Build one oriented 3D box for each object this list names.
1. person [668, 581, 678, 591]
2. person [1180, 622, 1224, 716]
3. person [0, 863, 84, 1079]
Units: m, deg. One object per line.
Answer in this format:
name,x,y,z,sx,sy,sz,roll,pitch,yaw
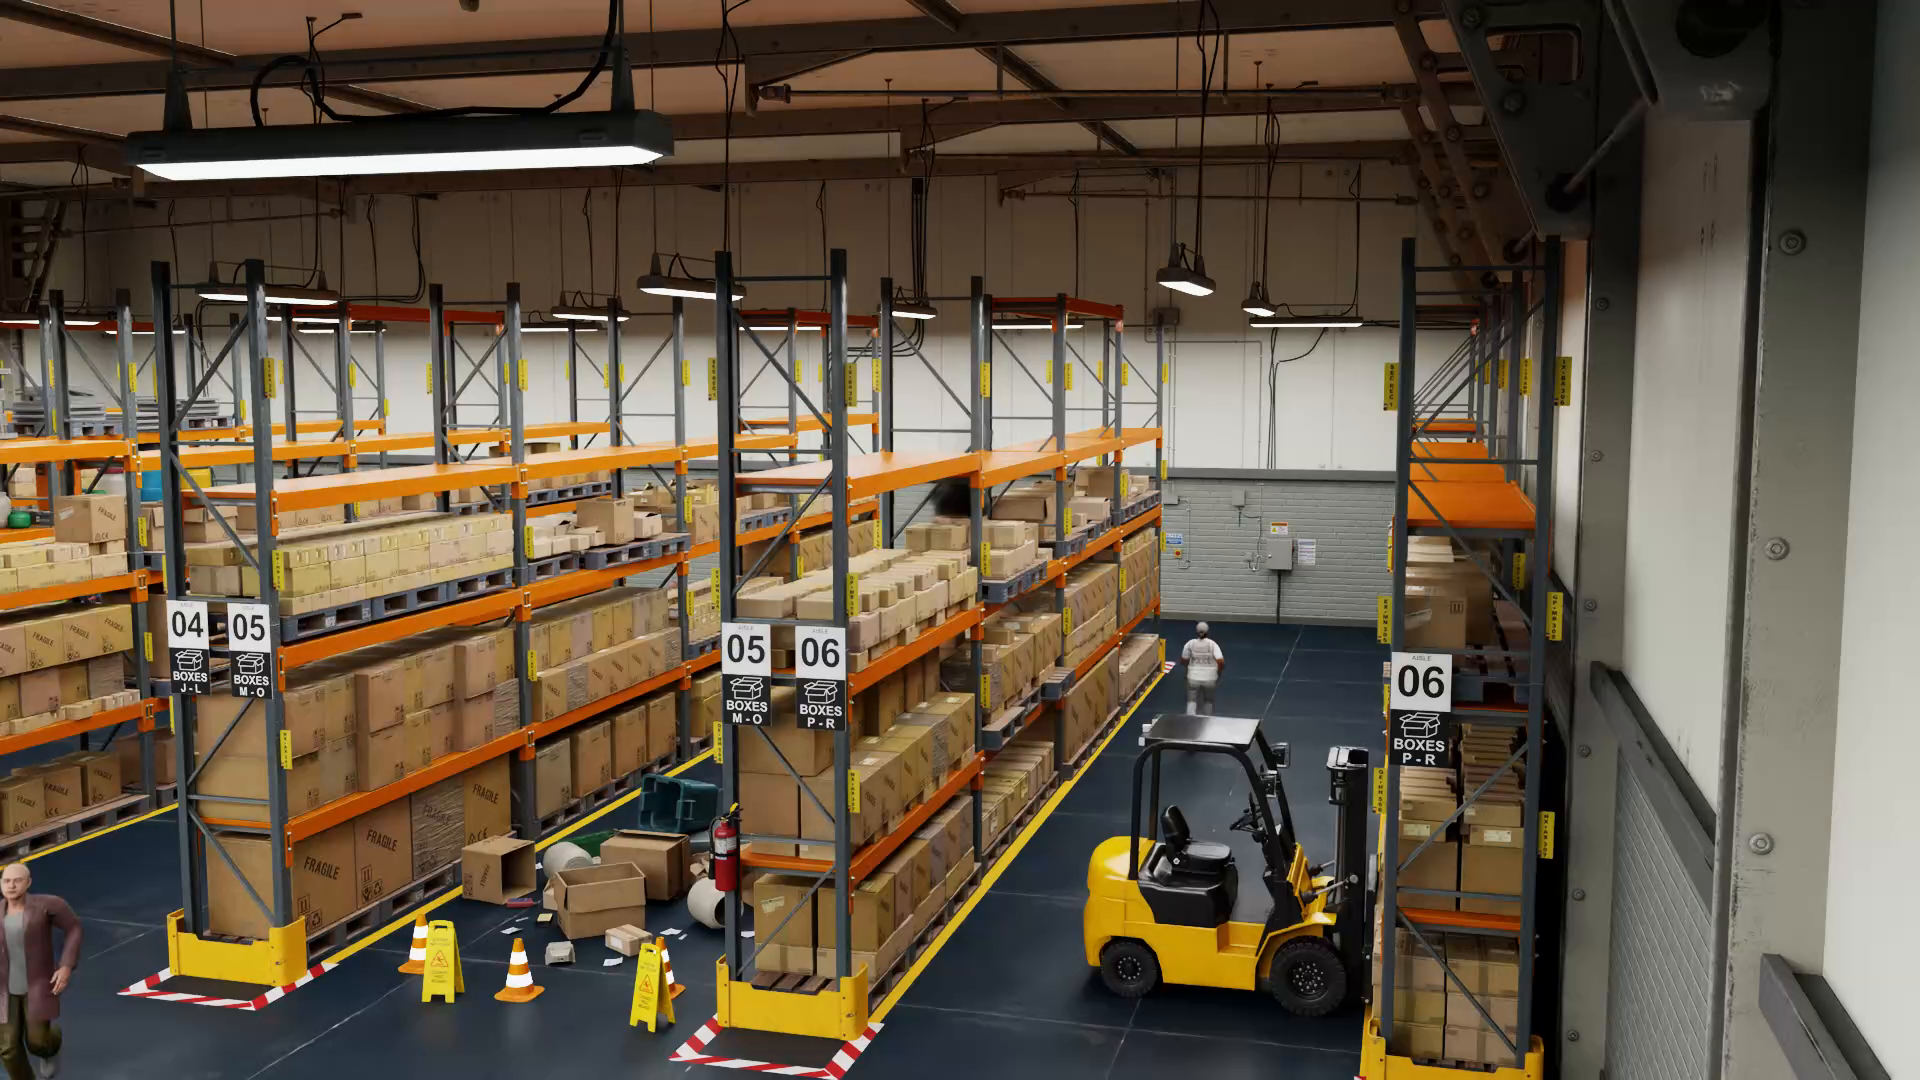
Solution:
person,-4.501,1.530,26.607,0.609,1.795,0.872,1,6,10
person,3.343,1.934,22.948,0.615,1.623,0.727,1,6,14
person,-6.525,3.085,11.618,0.743,1.736,0.659,-2,6,-19
